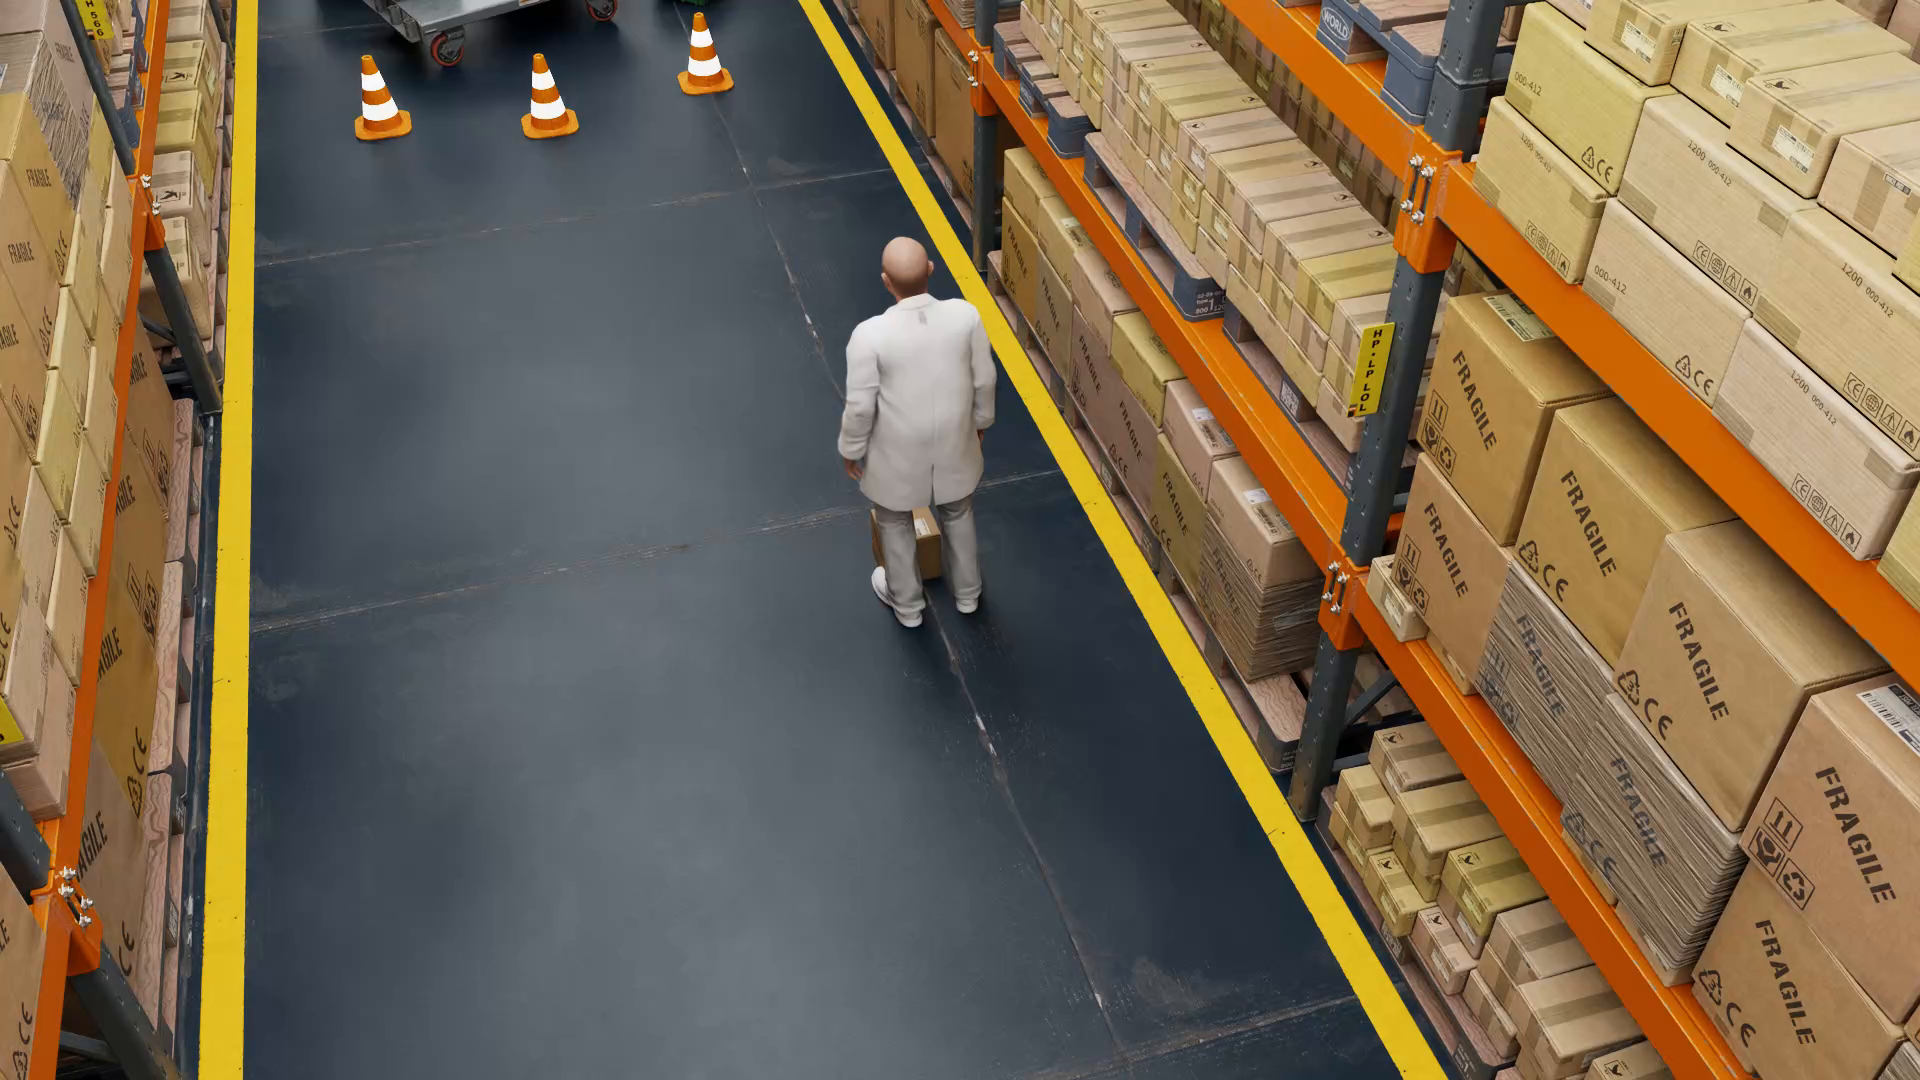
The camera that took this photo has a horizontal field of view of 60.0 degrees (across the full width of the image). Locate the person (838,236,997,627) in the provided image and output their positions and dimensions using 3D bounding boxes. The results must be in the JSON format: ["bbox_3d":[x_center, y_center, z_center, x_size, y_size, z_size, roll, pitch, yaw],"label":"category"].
[{"bbox_3d":[-0.168,-0.403,6.624,0.654,1.775,0.420,-13,43,-15],"label":"person"}]
